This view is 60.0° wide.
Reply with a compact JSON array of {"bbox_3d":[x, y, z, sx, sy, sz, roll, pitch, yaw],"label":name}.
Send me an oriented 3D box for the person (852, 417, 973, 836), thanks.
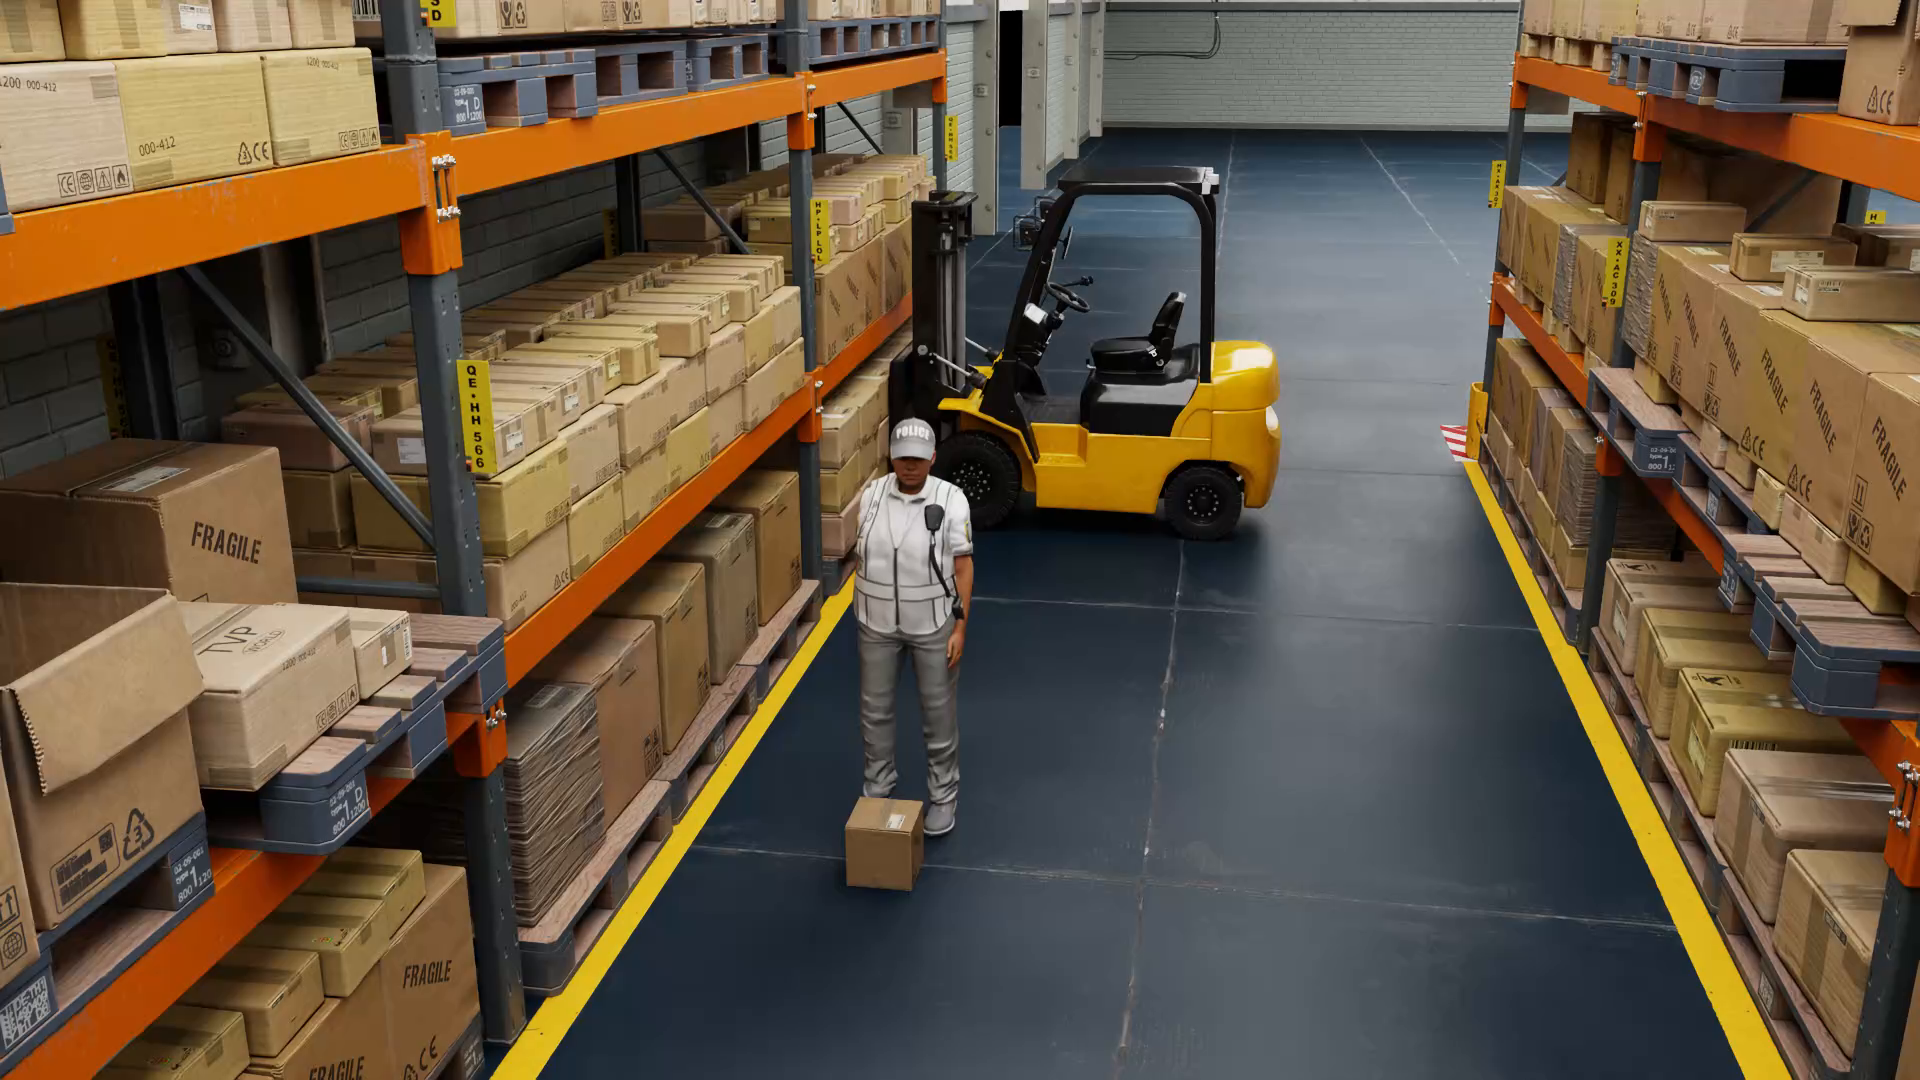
[{"bbox_3d":[-0.185,0.340,6.512,0.471,1.667,0.390,4,18,11],"label":"person"}]
